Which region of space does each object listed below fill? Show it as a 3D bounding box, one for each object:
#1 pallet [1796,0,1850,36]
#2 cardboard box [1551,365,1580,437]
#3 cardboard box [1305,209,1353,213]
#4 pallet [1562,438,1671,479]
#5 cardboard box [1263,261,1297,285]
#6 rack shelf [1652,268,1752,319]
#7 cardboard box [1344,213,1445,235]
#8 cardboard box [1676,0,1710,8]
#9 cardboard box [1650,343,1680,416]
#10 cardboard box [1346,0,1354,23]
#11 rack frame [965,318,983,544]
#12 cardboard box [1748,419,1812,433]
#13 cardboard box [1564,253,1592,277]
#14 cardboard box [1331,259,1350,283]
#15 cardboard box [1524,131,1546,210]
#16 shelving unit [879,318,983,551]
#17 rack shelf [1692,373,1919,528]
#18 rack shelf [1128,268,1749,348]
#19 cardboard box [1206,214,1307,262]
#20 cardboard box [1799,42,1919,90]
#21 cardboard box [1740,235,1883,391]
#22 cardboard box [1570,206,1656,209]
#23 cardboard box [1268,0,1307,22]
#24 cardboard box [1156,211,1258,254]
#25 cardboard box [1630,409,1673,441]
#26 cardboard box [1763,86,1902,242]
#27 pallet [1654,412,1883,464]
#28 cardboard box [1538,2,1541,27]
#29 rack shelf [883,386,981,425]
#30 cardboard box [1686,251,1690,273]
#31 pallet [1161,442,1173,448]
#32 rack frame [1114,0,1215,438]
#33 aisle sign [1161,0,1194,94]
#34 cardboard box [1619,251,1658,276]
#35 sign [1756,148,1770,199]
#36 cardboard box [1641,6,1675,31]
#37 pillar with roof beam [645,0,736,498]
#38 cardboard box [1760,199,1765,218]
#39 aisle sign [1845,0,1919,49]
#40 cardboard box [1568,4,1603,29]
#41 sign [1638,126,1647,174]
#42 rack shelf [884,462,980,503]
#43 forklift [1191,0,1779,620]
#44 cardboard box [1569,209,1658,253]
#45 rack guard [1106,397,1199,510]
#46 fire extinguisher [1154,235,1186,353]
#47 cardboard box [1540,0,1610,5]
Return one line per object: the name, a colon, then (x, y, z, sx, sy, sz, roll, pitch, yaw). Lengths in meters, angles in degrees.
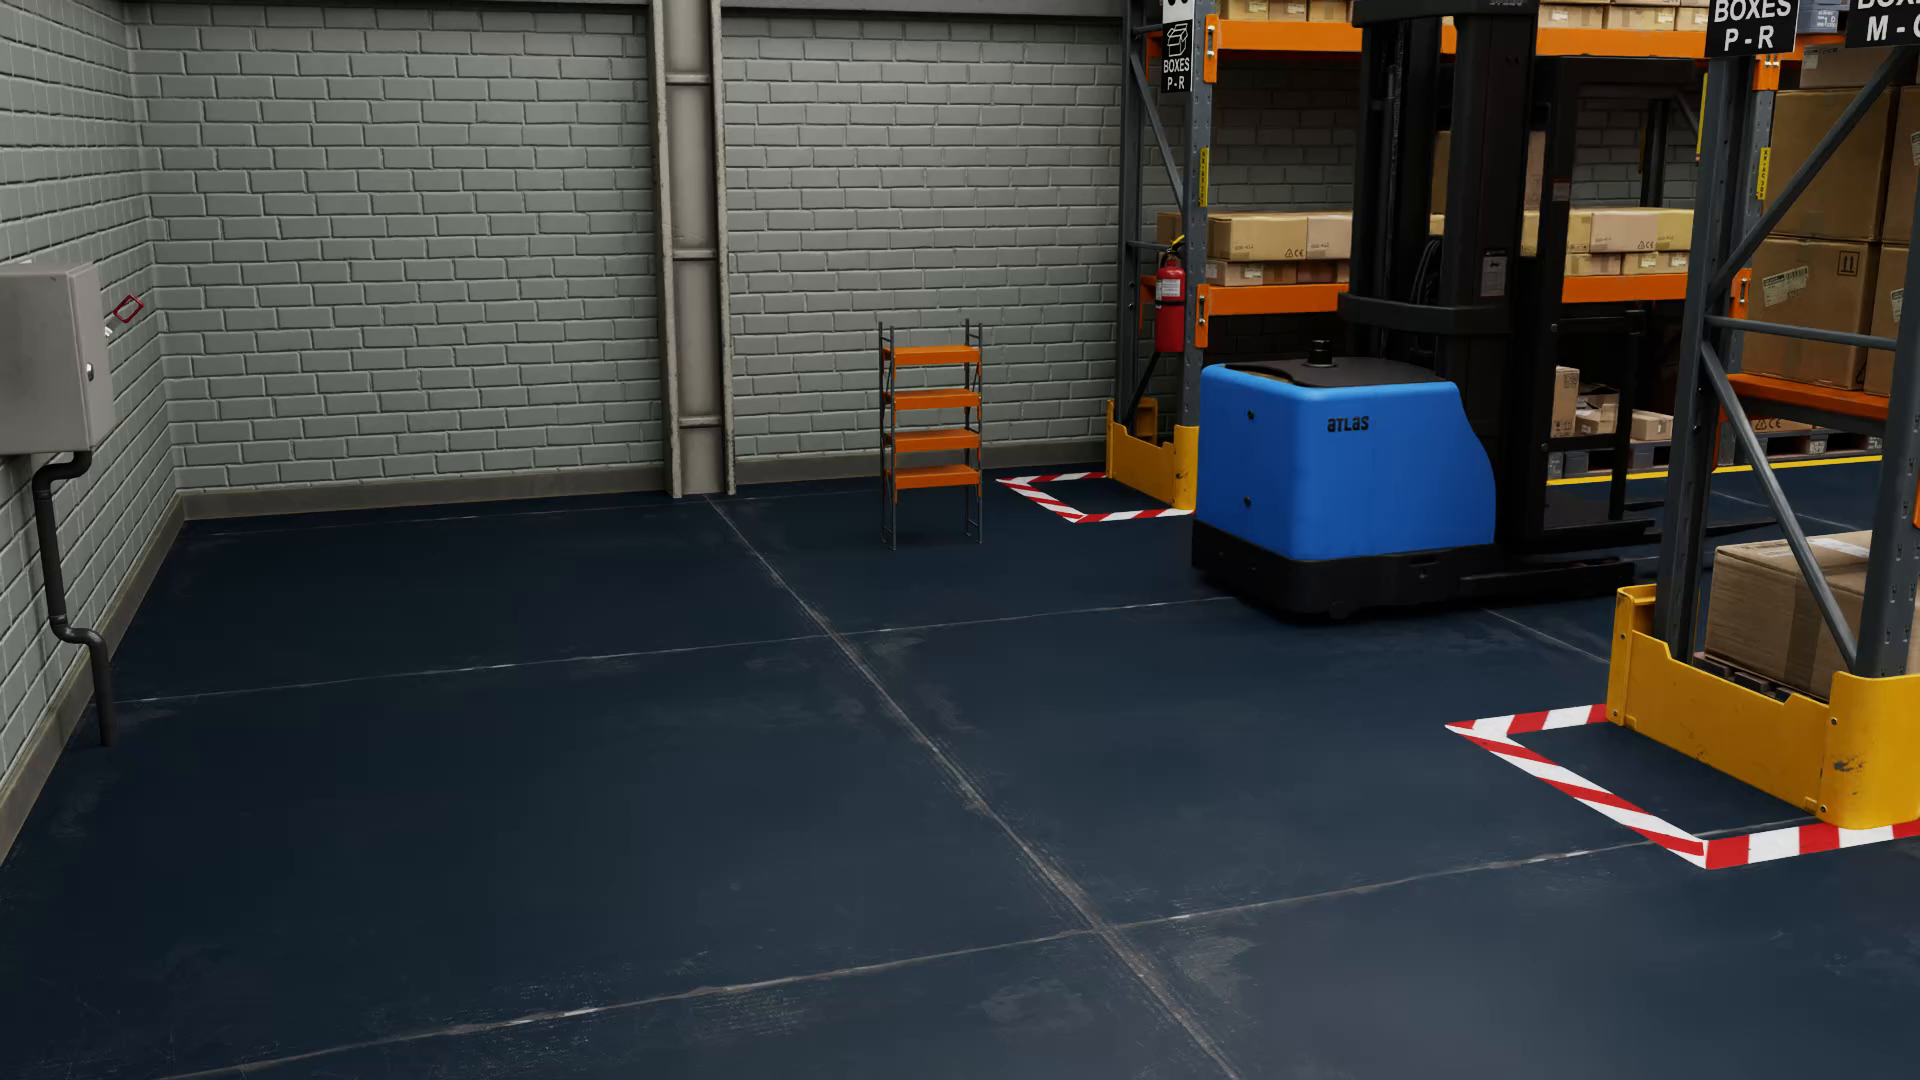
pallet: (5.647, -3.462, 11.138, 1.003, 0.211, 1.213, -4, 14, -18)
cardboard box: (3.631, -0.910, 10.979, 0.500, 0.500, 0.700, -5, 14, -20)
cardboard box: (2.526, -2.003, 10.763, 0.500, 0.250, 0.500, -4, 14, -16)
pallet: (4.355, -0.654, 11.437, 1.213, 0.211, 1.003, -4, 14, -18)
cardboard box: (1.840, -1.637, 10.085, 0.250, 0.149, 0.380, -4, 14, -17)
rack shelf: (6.902, -1.859, 12.030, 4.000, 0.370, 1.077, -4, 14, -18)
cardboard box: (2.688, -1.887, 10.277, 0.500, 0.250, 0.500, -5, 14, -19)
cardboard box: (4.629, -3.502, 10.581, 0.500, 0.250, 0.500, -4, 14, -18)
cardboard box: (5.377, -1.150, 11.992, 0.500, 0.500, 0.500, -5, 14, -18)
cardboard box: (2.349, -3.112, 9.803, 0.250, 0.149, 0.380, -4, 14, -17)
rack frame: (0.074, -0.590, 9.028, 0.015, 1.200, 0.240, -4, 14, -18)
cardboard box: (5.536, -1.036, 11.509, 0.500, 0.500, 0.500, -4, 14, -16)
cardboard box: (3.816, -1.773, 10.658, 0.250, 0.149, 0.380, -5, 14, -19)
cardboard box: (2.337, -1.669, 10.220, 0.250, 0.149, 0.380, -4, 14, -16)
cardboard box: (3.510, -2.446, 11.005, 0.500, 0.500, 0.500, -5, 14, -20)
shelving unit: (-0.157, -0.571, 8.953, 0.503, 1.200, 0.258, -4, 14, -18)
rack shelf: (4.697, -0.475, 6.213, 4.000, 0.370, 1.077, -4, 14, -18)
rack shelf: (3.111, -1.564, 10.789, 4.000, 0.370, 1.077, -4, 14, -18)
cardboard box: (1.731, -1.812, 9.960, 0.500, 0.250, 0.500, -4, 14, -18)
cardboard box: (3.078, -1.599, 5.603, 0.250, 0.149, 0.380, -4, 14, -17)
cardboard box: (3.174, -0.820, 5.891, 0.500, 0.500, 0.500, -4, 14, -18)
cardboard box: (4.451, -2.156, 11.404, 0.500, 0.250, 0.500, -5, 14, -19)
cardboard box: (1.831, -3.101, 9.757, 0.250, 0.149, 0.380, -4, 14, -17)
cardboard box: (1.566, -1.930, 10.455, 0.500, 0.250, 0.500, -4, 14, -16)
cardboard box: (4.572, -0.773, 11.164, 0.250, 0.149, 0.380, -5, 14, -20)
cardboard box: (3.183, -1.300, 5.751, 0.500, 0.500, 0.500, -4, 14, -16)
pallet: (5.765, -0.773, 11.936, 1.213, 0.211, 1.003, -4, 14, -18)
cardboard box: (3.310, -3.187, 10.119, 0.250, 0.149, 0.380, -4, 14, -17)
rack shelf: (-0.157, -0.724, 8.916, 0.480, 0.148, 0.258, -4, 14, -18)
cardboard box: (4.784, -1.860, 11.023, 0.250, 0.149, 0.380, -4, 14, -17)
pallet: (2.042, -0.474, 10.679, 1.213, 0.211, 1.003, -4, 14, -18)
rack frame: (1.215, -1.766, 10.085, 0.127, 3.000, 1.000, -4, 14, -18)
aisle sign: (1.244, -2.961, 9.492, 0.004, 0.787, 0.394, -4, 14, -18)
cardboard box: (4.306, -1.812, 10.820, 0.250, 0.149, 0.380, -4, 14, -17)
sign: (5.186, -2.364, 10.728, 0.005, 0.325, 0.100, -4, 14, -18)
cardboard box: (4.269, -3.272, 10.476, 0.250, 0.149, 0.380, -4, 14, -16)
pillar with roof beam: (-0.255, -3.739, 5.416, 0.400, 9.000, 9.100, -4, 14, -18)
cardboard box: (5.536, -2.301, 11.210, 0.500, 0.500, 0.700, -4, 14, -17)
aisle sign: (2.826, -1.873, 4.919, 0.004, 0.787, 0.394, -4, 14, -18)
cardboard box: (3.772, -3.241, 10.348, 0.250, 0.149, 0.380, -4, 14, -16)
sign: (4.826, -2.746, 11.703, 0.005, 0.325, 0.100, -4, 14, -18)
rack shelf: (-0.157, -0.313, 9.014, 0.480, 0.148, 0.258, -4, 14, -18)
forklift: (2.728, -1.258, 8.096, 3.031, 2.935, 1.130, -5, 14, -20)
cardboard box: (4.131, -2.002, 10.757, 0.500, 0.250, 0.500, -4, 14, -18)
rack guard: (1.287, -0.555, 10.398, 0.348, 0.500, 1.175, -4, 14, -18)
fire extinguisher: (1.223, -1.435, 9.665, 0.183, 0.674, 0.296, -4, 14, -18)
cardboard box: (3.650, -3.426, 10.262, 0.500, 0.250, 0.500, -4, 14, -17)
